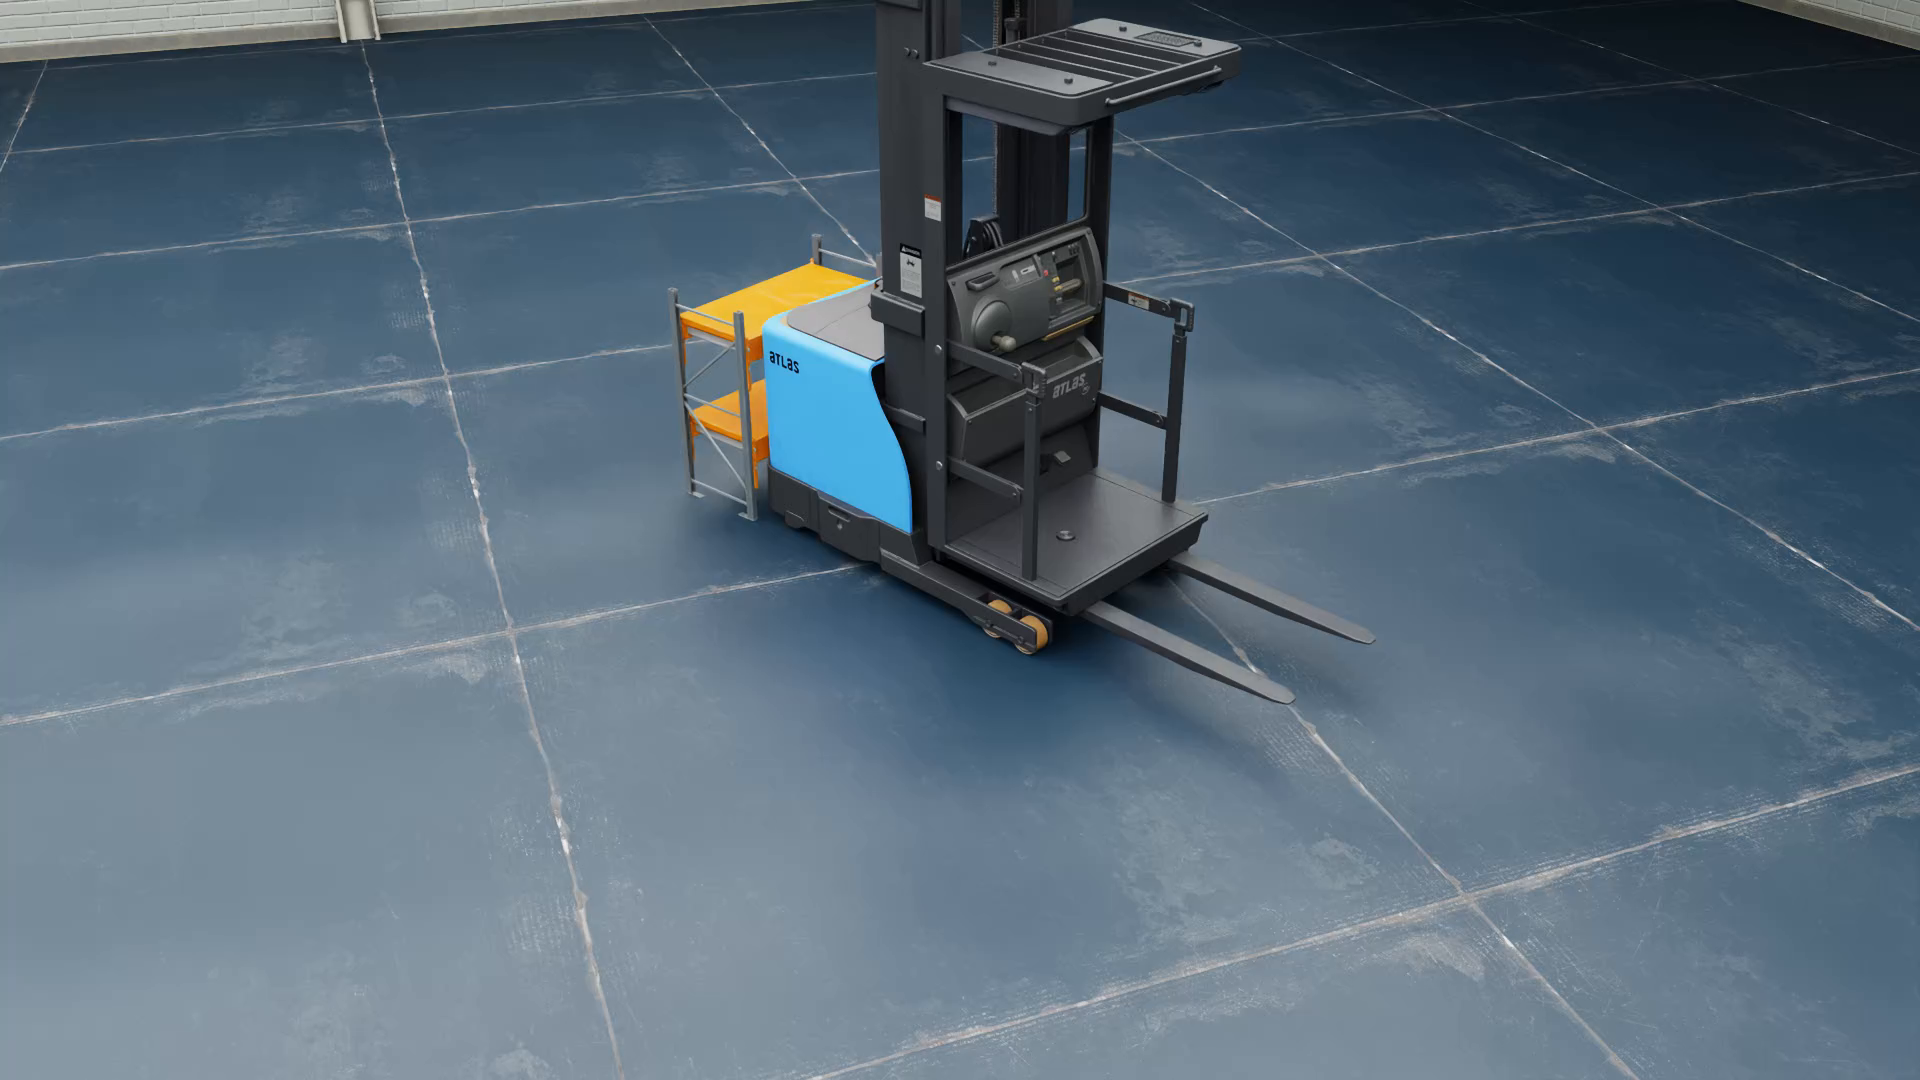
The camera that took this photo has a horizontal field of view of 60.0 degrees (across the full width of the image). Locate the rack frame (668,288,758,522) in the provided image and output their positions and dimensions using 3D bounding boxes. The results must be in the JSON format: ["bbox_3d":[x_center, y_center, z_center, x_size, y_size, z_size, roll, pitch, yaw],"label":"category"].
[{"bbox_3d":[-1.227,-0.664,8.280,0.500,1.125,0.032,22,36,33],"label":"rack frame"}]

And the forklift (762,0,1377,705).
[{"bbox_3d":[0.450,-1.061,7.151,3.031,2.935,1.130,25,38,37],"label":"forklift"}]

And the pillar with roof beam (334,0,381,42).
[{"bbox_3d":[-4.829,-7.216,11.825,0.400,9.000,9.100,-10,31,-18],"label":"pillar with roof beam"}]

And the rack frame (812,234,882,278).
[{"bbox_3d":[-0.584,-1.054,8.964,0.500,1.125,0.032,22,36,33],"label":"rack frame"}]

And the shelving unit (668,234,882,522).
[{"bbox_3d":[-0.905,-0.859,8.622,0.538,1.125,1.048,22,36,33],"label":"shelving unit"}]

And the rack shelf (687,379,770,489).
[{"bbox_3d":[-0.905,-0.647,8.743,0.538,0.278,1.000,22,36,33],"label":"rack shelf"}]

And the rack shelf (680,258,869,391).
[{"bbox_3d":[-0.905,-1.113,8.477,0.538,0.278,1.000,22,36,33],"label":"rack shelf"}]
